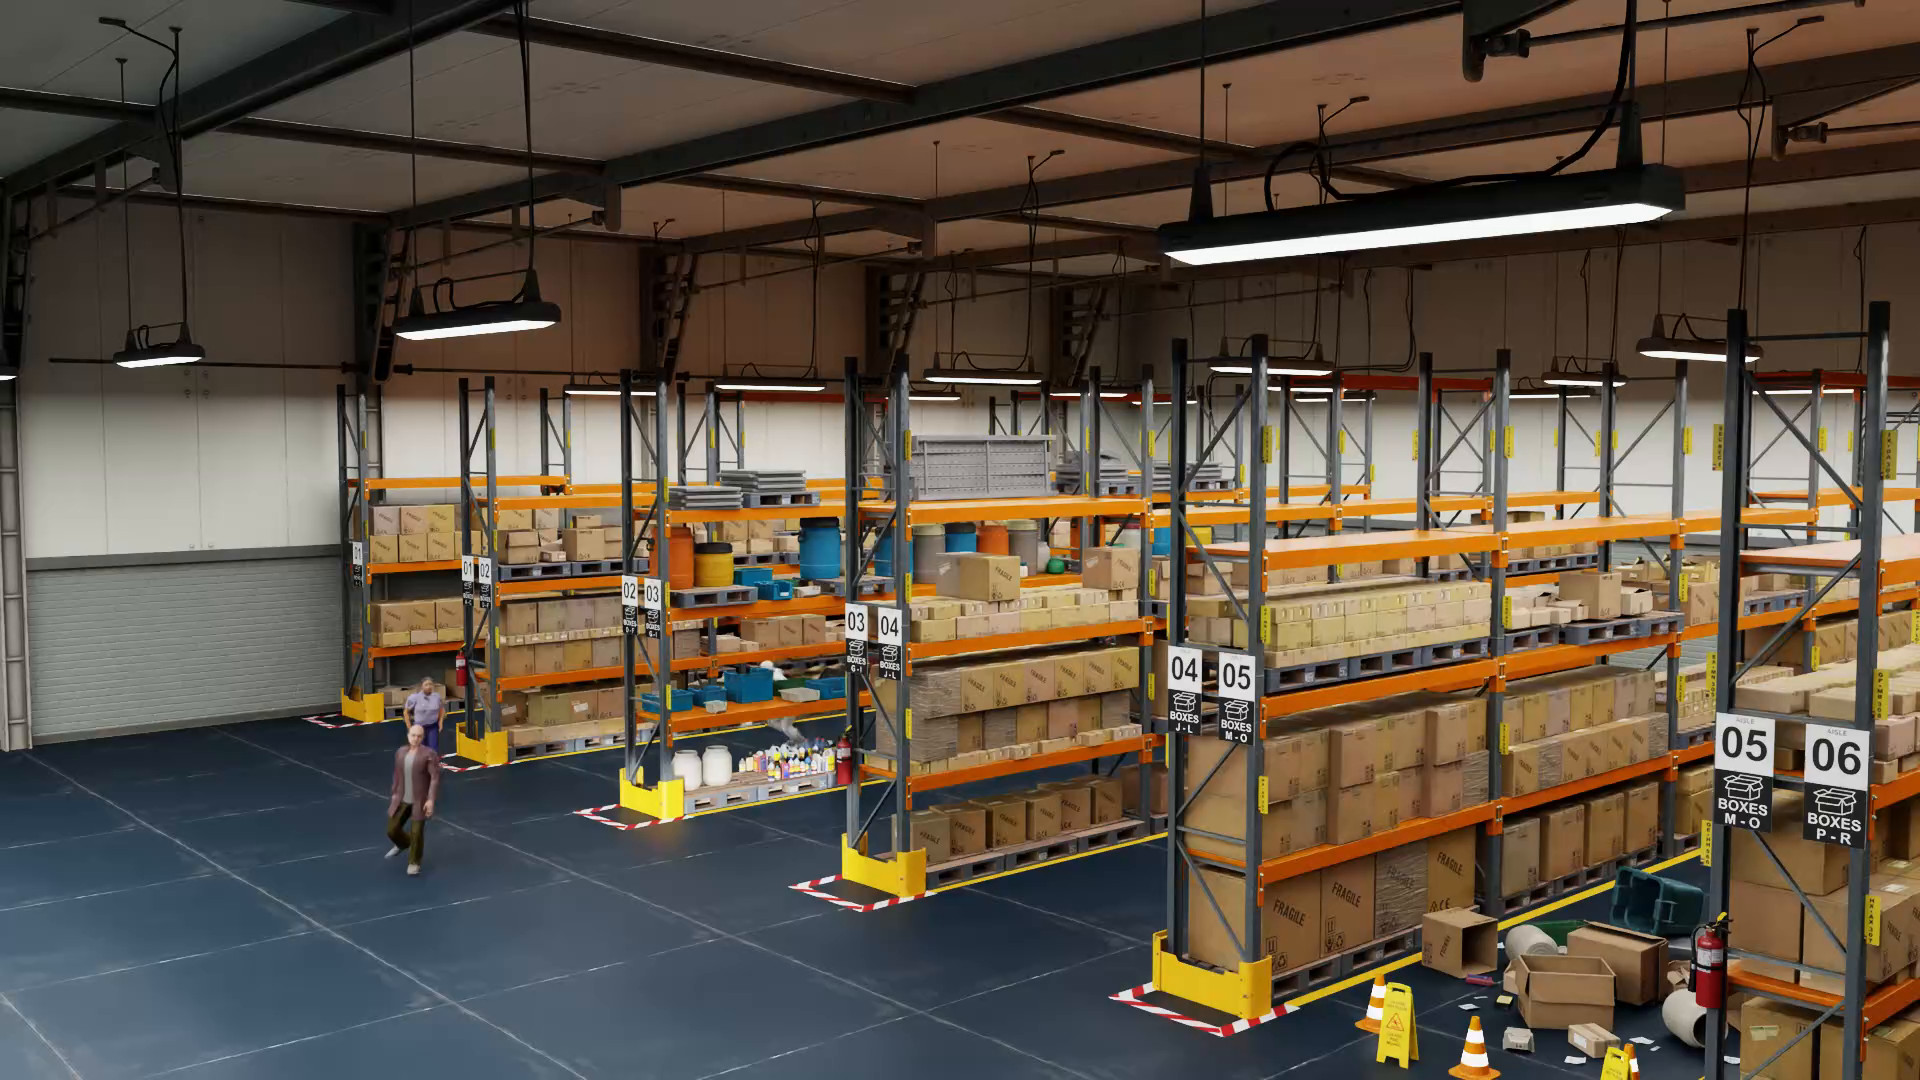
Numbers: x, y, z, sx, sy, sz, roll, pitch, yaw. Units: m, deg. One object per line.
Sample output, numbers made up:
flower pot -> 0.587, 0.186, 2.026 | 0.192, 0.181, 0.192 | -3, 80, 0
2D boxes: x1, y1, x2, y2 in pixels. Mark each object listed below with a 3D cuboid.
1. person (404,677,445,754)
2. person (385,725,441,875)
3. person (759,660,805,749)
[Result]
person -> -7.848, 2.777, 24.363 | 0.602, 1.596, 0.565 | -2, 4, -29
person -> -6.407, 3.011, 19.463 | 0.817, 1.740, 0.615 | 1, 4, 10
person -> -2.854, 2.648, 26.607 | 1.013, 1.507, 0.731 | -2, 4, -29
